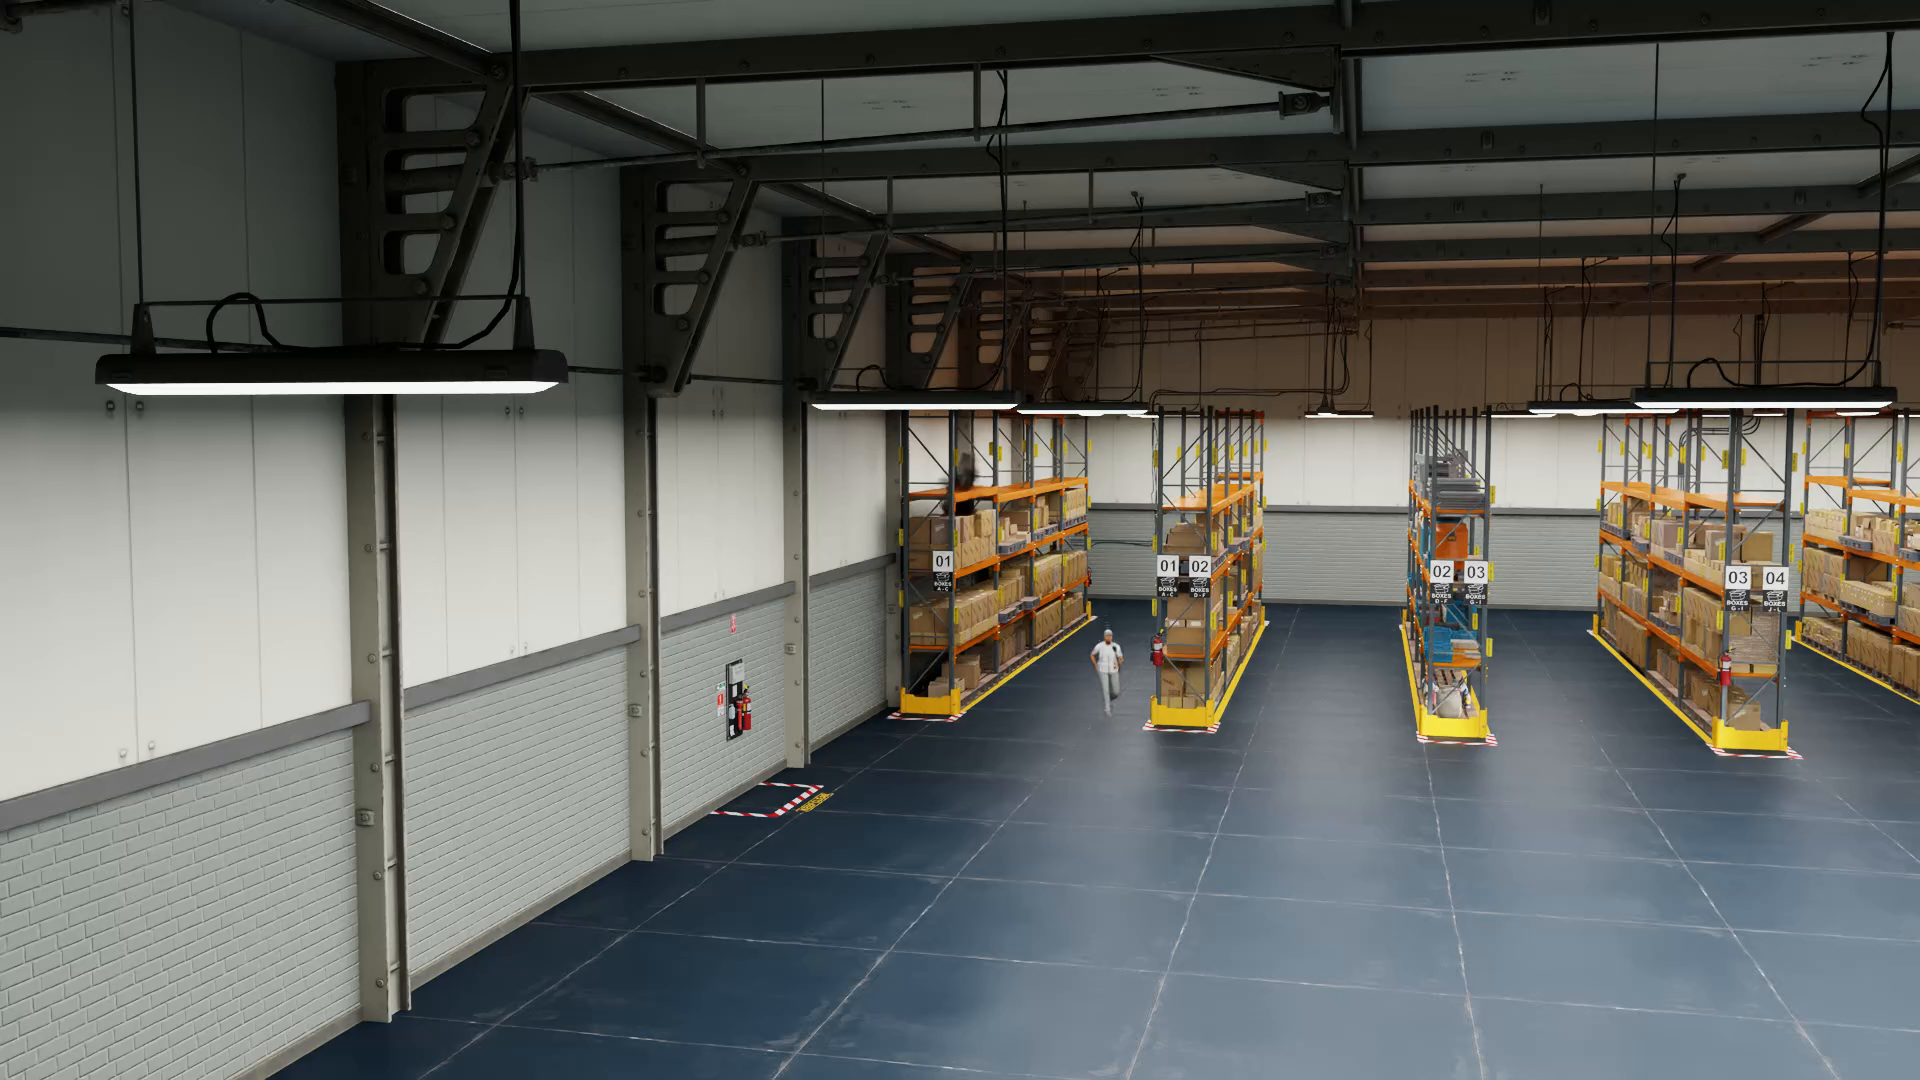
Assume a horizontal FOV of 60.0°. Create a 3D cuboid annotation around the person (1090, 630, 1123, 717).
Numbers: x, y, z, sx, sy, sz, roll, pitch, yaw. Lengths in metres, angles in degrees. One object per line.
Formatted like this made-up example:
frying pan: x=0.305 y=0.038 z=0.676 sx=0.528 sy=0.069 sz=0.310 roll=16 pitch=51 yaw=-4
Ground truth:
person: x=2.814 y=2.527 z=31.793 sx=0.630 sy=1.627 sz=0.673 roll=0 pitch=4 yaw=-3
